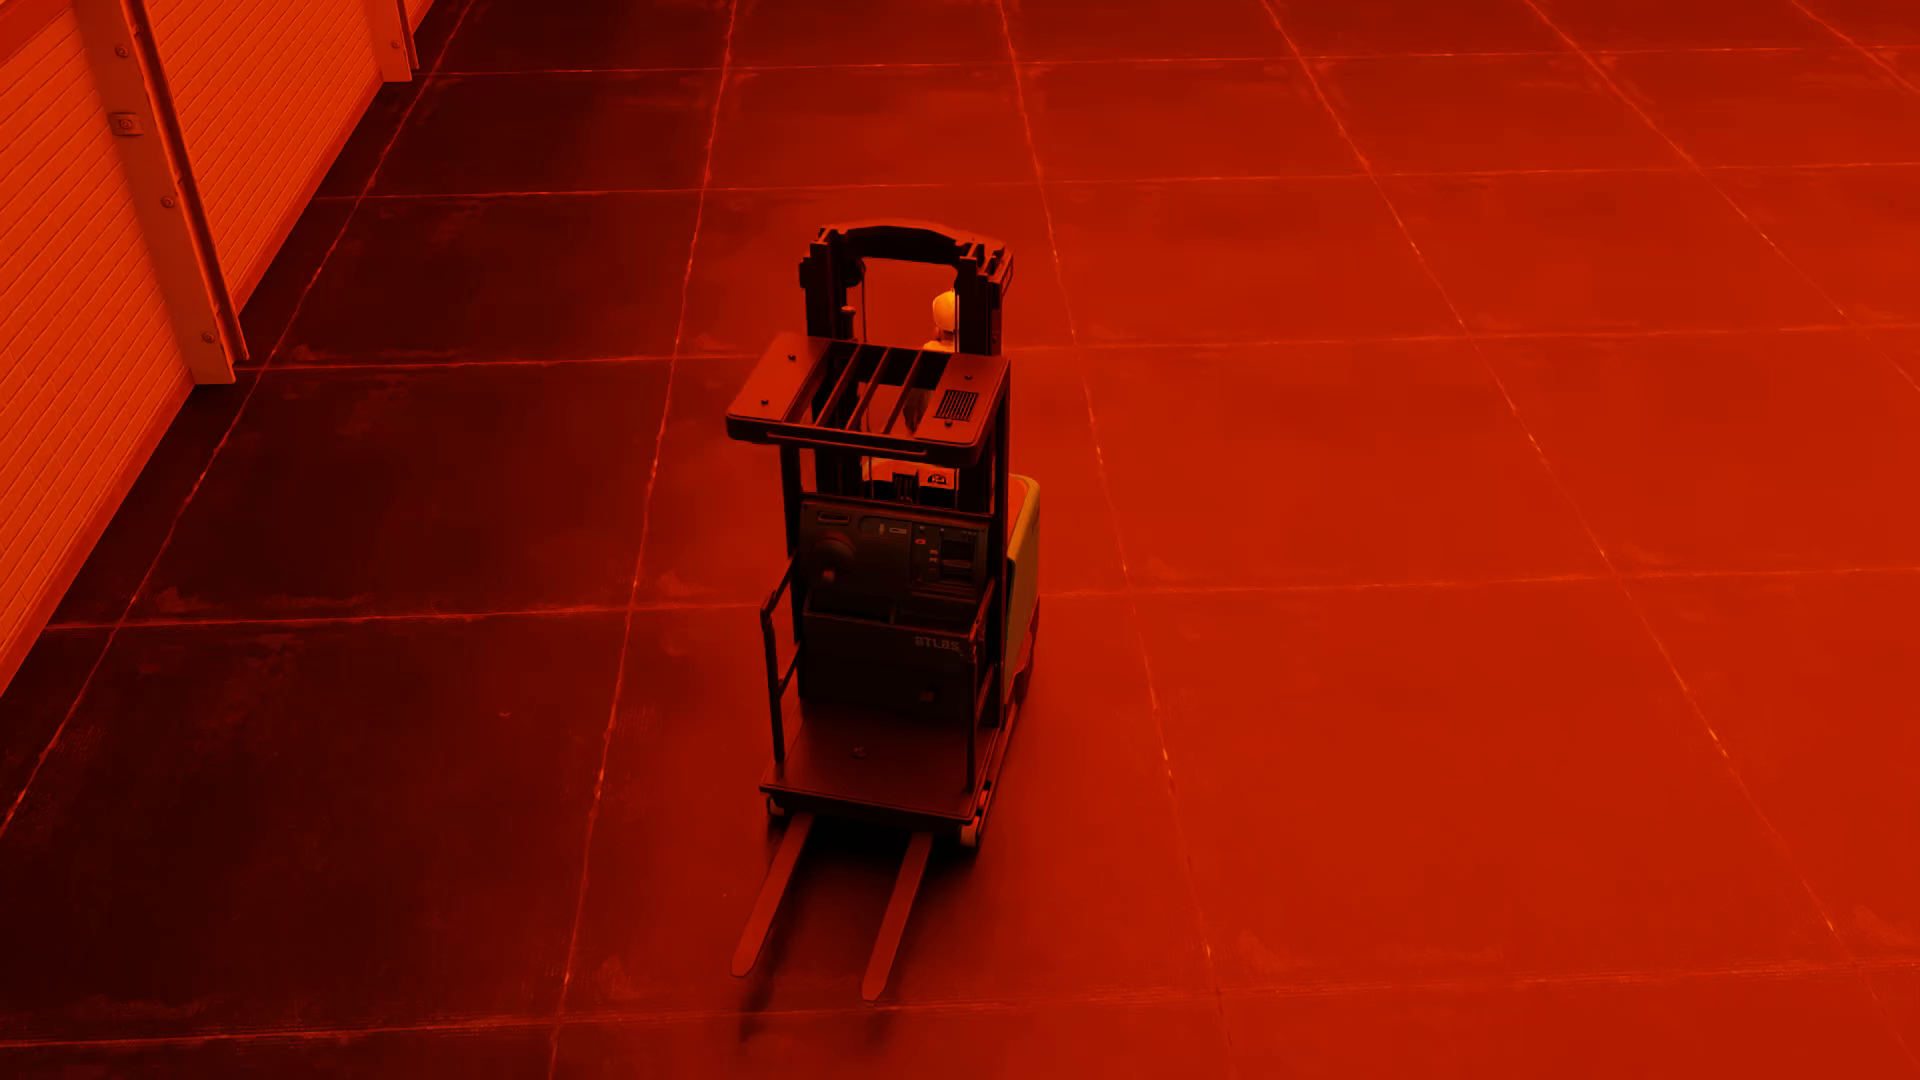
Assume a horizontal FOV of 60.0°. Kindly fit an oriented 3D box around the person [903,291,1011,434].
[{"bbox_3d":[-0.017,-0.766,10.066,0.650,1.765,0.567,0,36,0],"label":"person"}]

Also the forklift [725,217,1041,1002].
[{"bbox_3d":[-0.368,0.118,7.848,1.130,2.935,3.031,8,37,10],"label":"forklift"}]
